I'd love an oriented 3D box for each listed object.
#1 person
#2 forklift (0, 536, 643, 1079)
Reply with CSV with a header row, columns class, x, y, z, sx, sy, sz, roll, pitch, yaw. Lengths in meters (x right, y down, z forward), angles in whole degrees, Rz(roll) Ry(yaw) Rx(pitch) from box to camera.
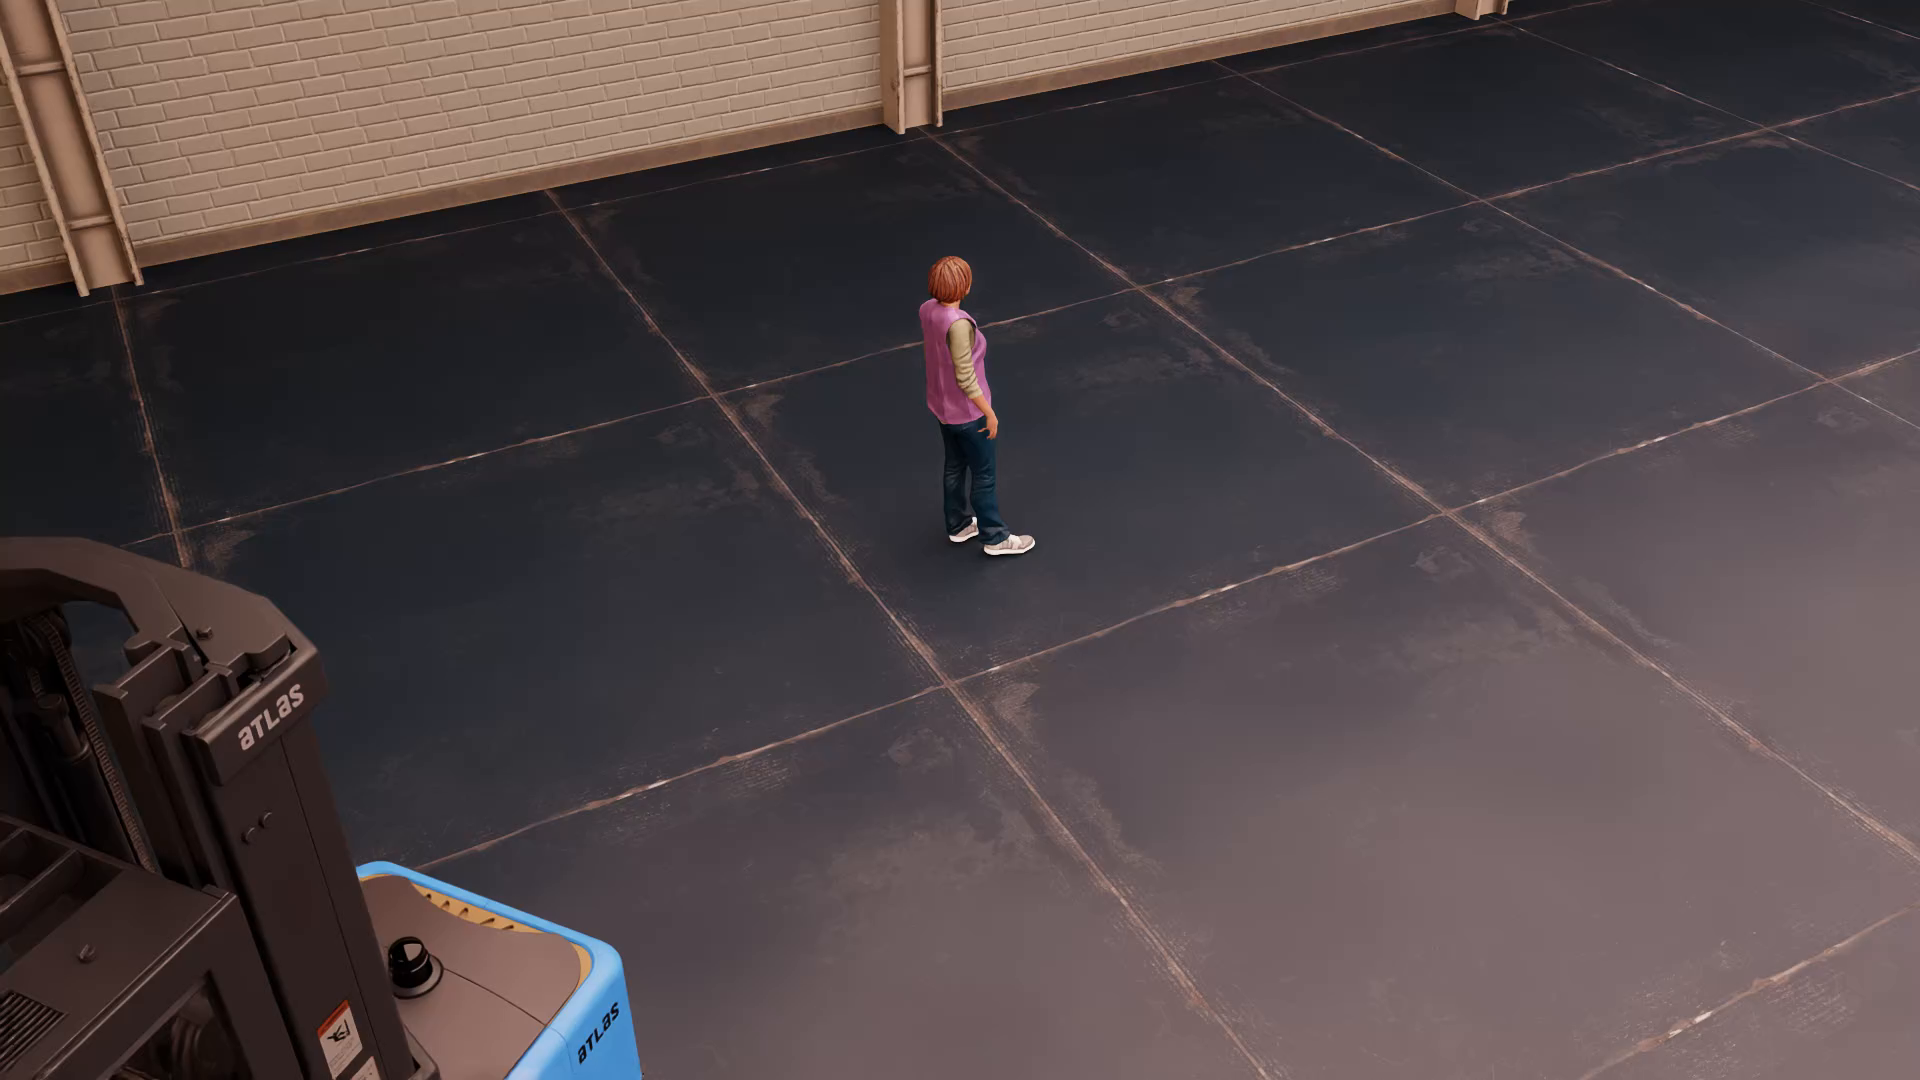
class,x,y,z,sx,sy,sz,roll,pitch,yaw
person,0.072,-0.671,8.215,0.476,1.597,0.520,-17,39,-23
forklift,-2.071,1.586,3.880,1.130,2.935,3.031,14,38,19
